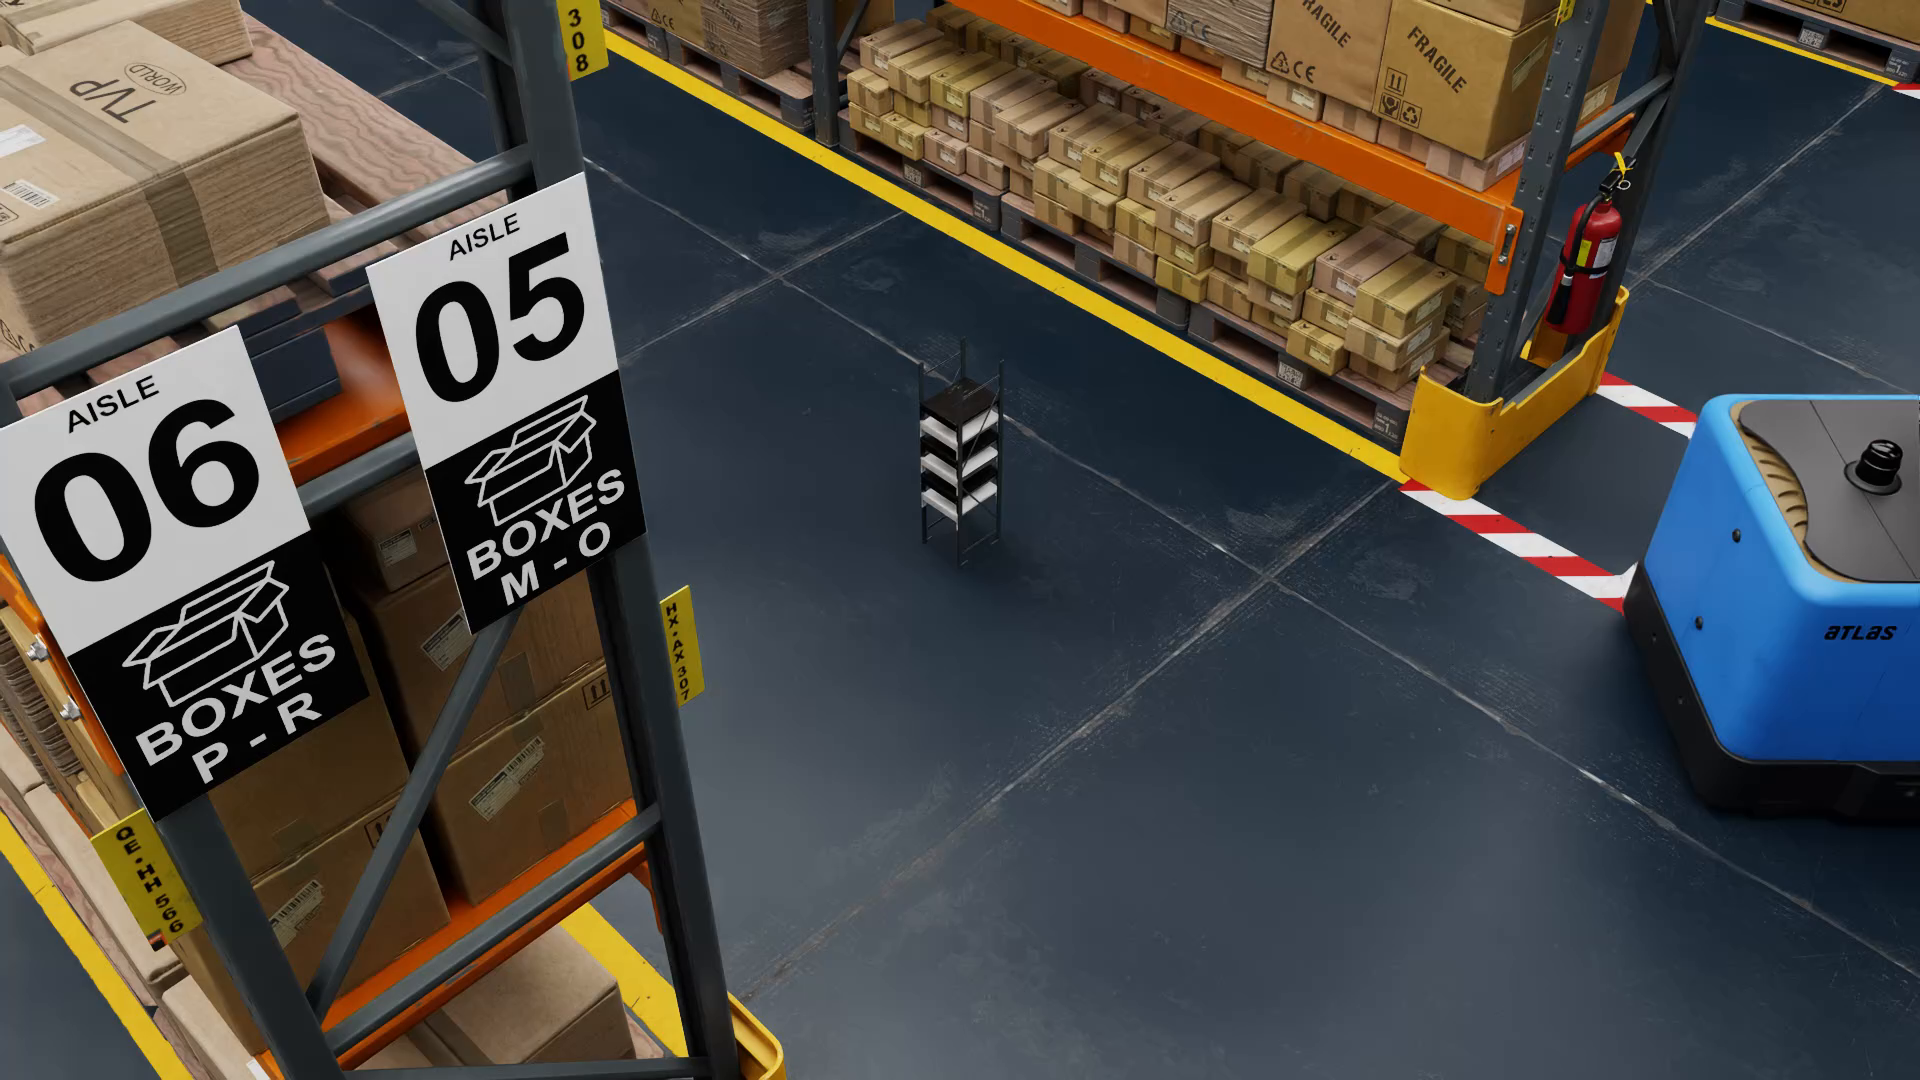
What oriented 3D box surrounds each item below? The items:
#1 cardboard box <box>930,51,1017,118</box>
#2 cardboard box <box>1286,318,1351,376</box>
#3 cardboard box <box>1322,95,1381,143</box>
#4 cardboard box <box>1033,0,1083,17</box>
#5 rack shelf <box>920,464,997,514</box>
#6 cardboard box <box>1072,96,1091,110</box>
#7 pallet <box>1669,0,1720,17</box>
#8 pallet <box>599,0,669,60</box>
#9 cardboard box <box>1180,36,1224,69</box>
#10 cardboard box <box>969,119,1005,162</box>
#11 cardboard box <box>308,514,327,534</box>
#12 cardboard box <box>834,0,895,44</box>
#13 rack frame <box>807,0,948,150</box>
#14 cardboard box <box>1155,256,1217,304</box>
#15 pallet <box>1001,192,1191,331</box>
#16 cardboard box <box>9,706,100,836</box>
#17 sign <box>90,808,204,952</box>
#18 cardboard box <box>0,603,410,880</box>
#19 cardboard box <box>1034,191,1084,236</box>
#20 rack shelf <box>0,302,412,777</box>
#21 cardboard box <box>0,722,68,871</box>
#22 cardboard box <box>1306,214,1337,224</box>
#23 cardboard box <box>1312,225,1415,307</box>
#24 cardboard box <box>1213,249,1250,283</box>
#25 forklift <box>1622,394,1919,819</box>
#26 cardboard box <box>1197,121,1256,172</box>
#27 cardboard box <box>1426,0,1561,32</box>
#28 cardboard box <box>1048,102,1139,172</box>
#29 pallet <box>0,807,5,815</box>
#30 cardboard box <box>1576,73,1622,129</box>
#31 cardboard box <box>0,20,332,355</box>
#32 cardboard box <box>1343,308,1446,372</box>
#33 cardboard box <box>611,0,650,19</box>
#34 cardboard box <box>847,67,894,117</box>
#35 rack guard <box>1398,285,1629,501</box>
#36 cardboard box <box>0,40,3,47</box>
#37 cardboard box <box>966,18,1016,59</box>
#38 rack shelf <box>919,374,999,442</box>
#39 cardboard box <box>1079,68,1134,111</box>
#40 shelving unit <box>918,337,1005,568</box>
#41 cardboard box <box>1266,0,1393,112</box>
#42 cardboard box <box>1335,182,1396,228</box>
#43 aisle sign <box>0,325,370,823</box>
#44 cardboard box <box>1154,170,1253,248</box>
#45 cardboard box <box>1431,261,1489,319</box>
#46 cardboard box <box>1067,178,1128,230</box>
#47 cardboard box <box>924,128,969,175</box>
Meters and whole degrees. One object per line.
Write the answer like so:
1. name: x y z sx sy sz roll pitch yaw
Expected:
1. cardboard box: 0.067 -2.297 8.378 0.250 0.149 0.380 33 52 31
2. cardboard box: 1.657 -0.908 7.313 0.380 0.149 0.250 -32 52 -30
3. cardboard box: 1.662 -1.752 6.621 0.250 0.149 0.380 34 52 31
4. cardboard box: 0.537 -2.500 7.430 0.380 0.149 0.250 -32 51 -30
5. rack shelf: 0.006 -0.236 6.524 0.258 0.077 0.200 -34 53 -31
6. cardboard box: 0.755 -2.187 8.479 0.380 0.149 0.250 -33 52 -30
7. pallet: 4.535 -3.810 10.718 1.003 0.211 1.213 -34 53 -31
8. pallet: -1.812 -3.430 10.307 1.003 0.211 1.213 -34 53 -31
9. cardboard box: 1.152 -2.163 7.065 0.250 0.149 0.380 32 51 30
10. cardboard box: 0.262 -2.074 8.356 0.250 0.149 0.380 32 51 30
11. cardboard box: -1.294 -0.189 3.456 0.380 0.149 0.250 -33 52 -30
12. cardboard box: -0.729 -3.213 9.549 0.500 0.500 0.500 -32 51 -30
13. rack frame: -0.395 -3.495 8.322 1.000 3.000 0.127 -34 53 -31
14. cardboard box: 1.123 -1.281 7.717 0.250 0.149 0.380 32 51 30
15. pallet: 0.970 -1.578 8.303 1.003 0.211 1.213 -34 53 -31
16. cardboard box: -1.876 0.458 3.970 0.500 0.500 0.500 33 52 31
17. sign: -1.398 0.590 2.874 0.100 0.325 0.005 -34 53 -31
18. cardboard box: -1.513 0.327 3.376 0.500 0.500 0.500 -32 52 -30
19. cardboard box: 0.579 -1.669 8.137 0.250 0.149 0.380 33 52 30
20. rack shelf: -2.416 -0.950 3.888 1.077 0.370 4.000 -34 53 -31
21. cardboard box: -2.829 0.496 5.581 0.875 0.438 0.875 33 52 30
22. cardboard box: 1.748 -1.573 7.814 0.380 0.149 0.250 -32 52 -30
23. cardboard box: 1.739 -1.179 7.169 0.380 0.149 0.250 -33 52 -31
24. cardboard box: 1.369 -1.333 7.555 0.250 0.149 0.380 34 52 31
25. forklift: 4.044 -0.459 5.087 3.031 2.935 1.130 0 43 0
26. cardboard box: 1.357 -1.936 7.988 0.380 0.149 0.250 -33 52 -31
27. cardboard box: 1.930 -2.186 5.876 0.500 0.500 0.500 33 52 31
28. cardboard box: 0.640 -1.930 7.981 0.250 0.149 0.380 32 51 30
29. pallet: -3.347 0.353 6.212 1.003 0.211 1.213 -34 53 -31
30. cardboard box: 2.433 -1.793 6.665 0.250 0.149 0.380 34 52 31
31. cardboard box: -1.385 -0.562 2.665 0.500 0.250 0.500 29 50 28
32. cardboard box: 1.855 -0.906 7.092 0.250 0.149 0.380 33 52 30
33. cardboard box: -1.818 -3.461 9.818 0.500 0.500 0.500 33 52 31
34. cardboard box: -0.366 -2.384 8.691 0.380 0.149 0.250 -32 51 -30
35. rack guard: 2.376 -0.691 7.129 1.175 0.500 0.348 -34 53 -31
36. cardboard box: -2.026 -1.155 3.262 0.500 0.311 0.500 -33 52 -31
37. cardboard box: 0.249 -2.670 8.782 0.380 0.149 0.250 -33 52 -31
38. rack shelf: 0.006 -0.500 6.280 0.258 0.077 0.200 -34 53 -31
39. cardboard box: 0.814 -2.306 8.388 0.250 0.149 0.380 32 51 30
40. shelving unit: 0.006 -0.327 6.440 0.258 0.900 0.210 -34 53 -31
41. cardboard box: 1.570 -2.061 6.477 0.500 0.500 0.500 33 52 31
42. cardboard box: 1.933 -1.570 7.592 0.250 0.149 0.380 34 53 31
43. aisle sign: -1.173 0.077 2.541 0.394 0.787 0.004 -34 53 -31
44. cardboard box: 1.099 -1.500 7.516 0.380 0.149 0.250 -32 52 -30
45. cardboard box: 2.241 -1.164 7.371 0.380 0.149 0.250 -32 51 -30
46. cardboard box: 0.730 -1.648 7.896 0.380 0.149 0.250 -34 52 -31
47. cardboard box: 0.035 -2.050 8.550 0.250 0.149 0.380 34 52 31
